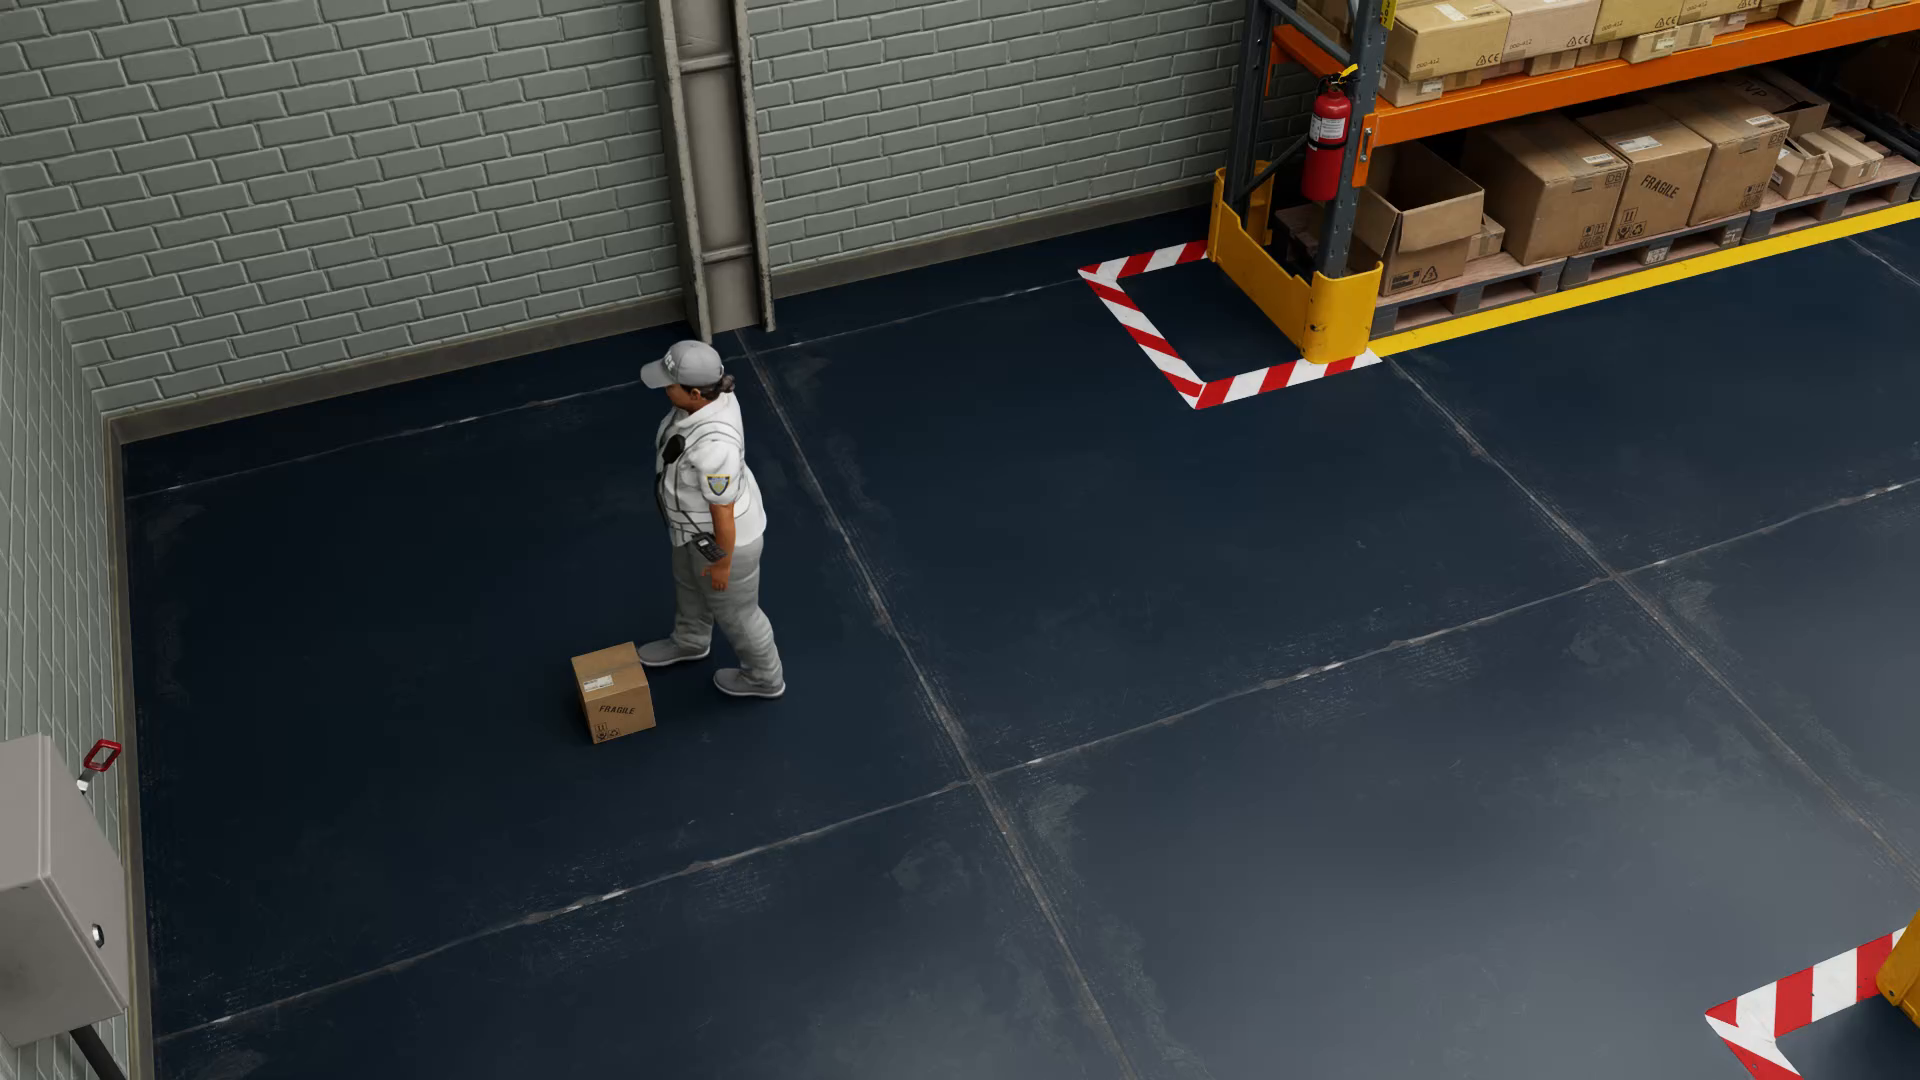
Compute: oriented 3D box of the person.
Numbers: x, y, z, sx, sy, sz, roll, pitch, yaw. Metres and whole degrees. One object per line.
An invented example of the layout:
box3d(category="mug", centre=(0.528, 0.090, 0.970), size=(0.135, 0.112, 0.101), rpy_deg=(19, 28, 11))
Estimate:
box3d(category="person", centre=(-1.010, -0.042, 6.200), size=(0.584, 1.657, 0.481), rpy_deg=(-7, 43, -8))
